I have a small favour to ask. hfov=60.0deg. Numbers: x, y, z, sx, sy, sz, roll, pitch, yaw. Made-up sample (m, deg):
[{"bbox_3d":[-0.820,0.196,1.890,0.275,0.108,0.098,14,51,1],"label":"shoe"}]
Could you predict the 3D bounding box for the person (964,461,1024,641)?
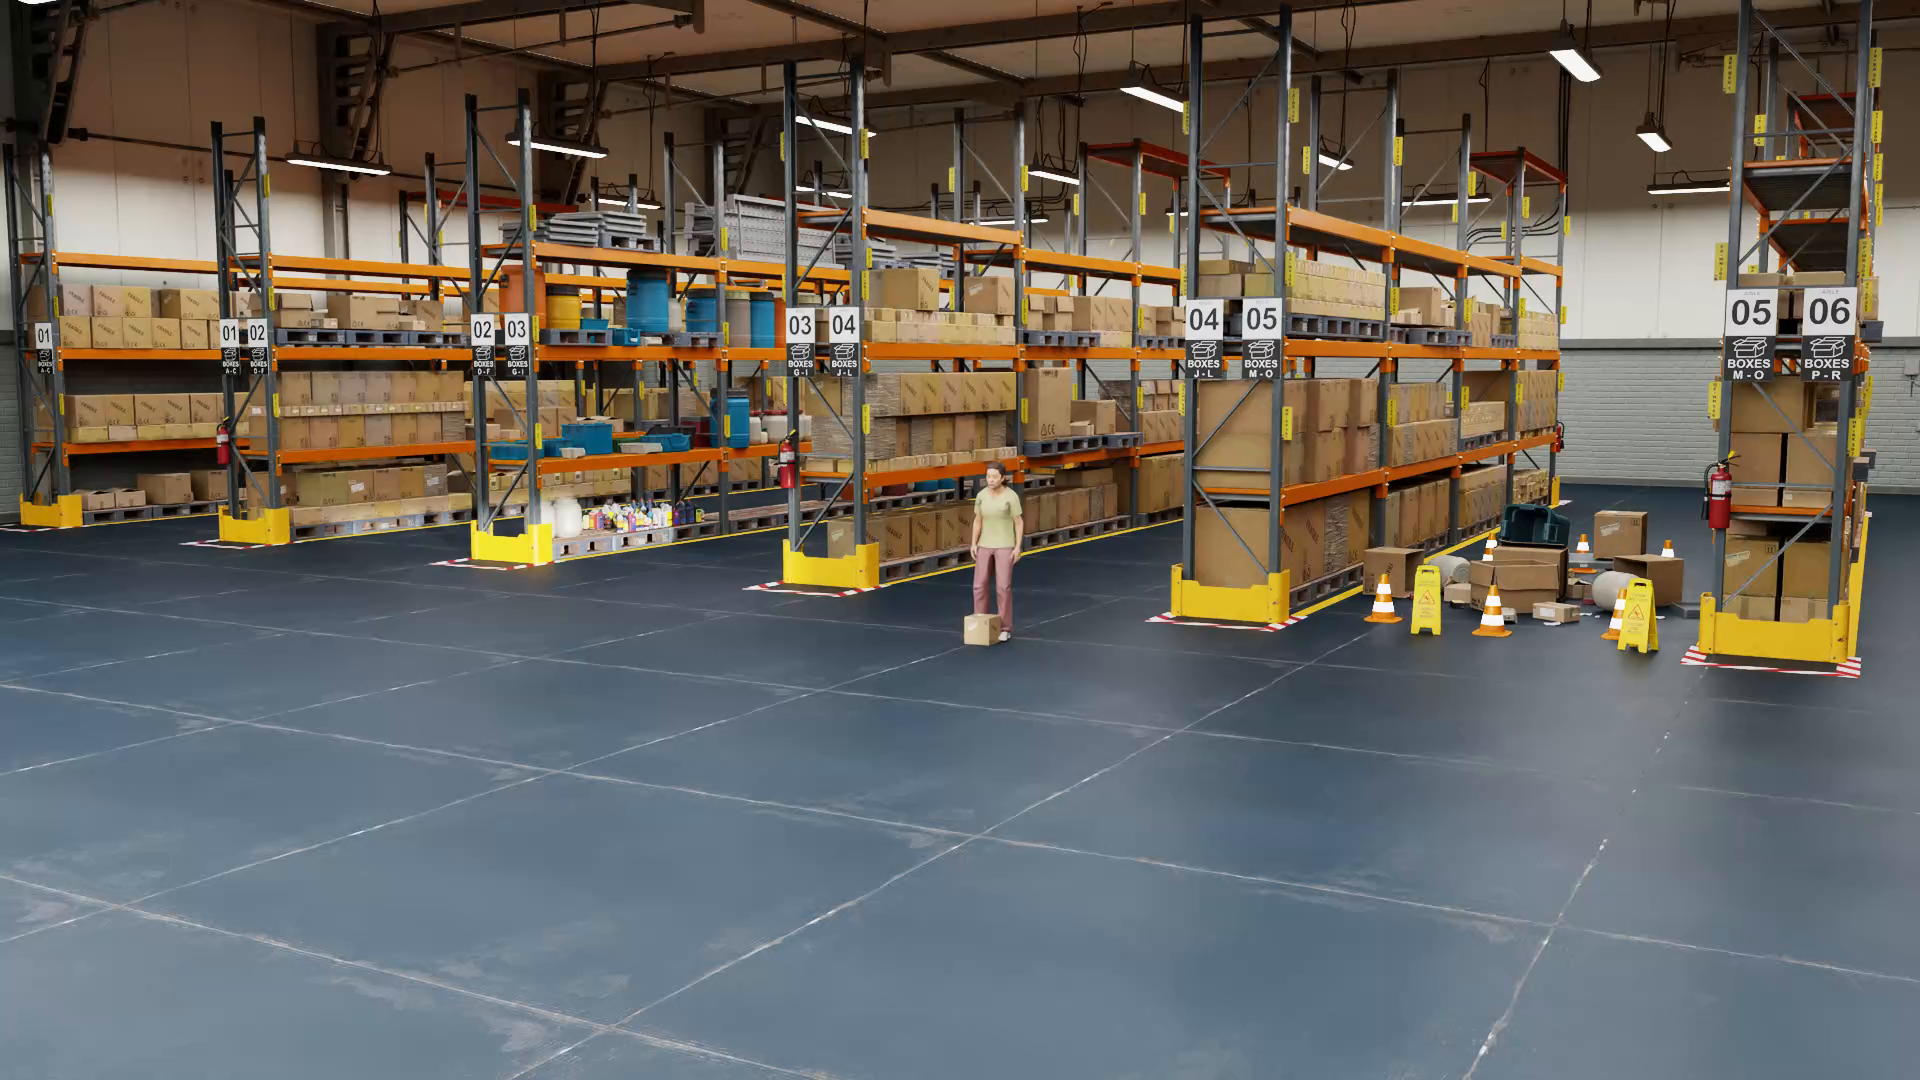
[{"bbox_3d":[0.325,0.093,15.458,0.517,1.671,0.362,3,7,25],"label":"person"}]
